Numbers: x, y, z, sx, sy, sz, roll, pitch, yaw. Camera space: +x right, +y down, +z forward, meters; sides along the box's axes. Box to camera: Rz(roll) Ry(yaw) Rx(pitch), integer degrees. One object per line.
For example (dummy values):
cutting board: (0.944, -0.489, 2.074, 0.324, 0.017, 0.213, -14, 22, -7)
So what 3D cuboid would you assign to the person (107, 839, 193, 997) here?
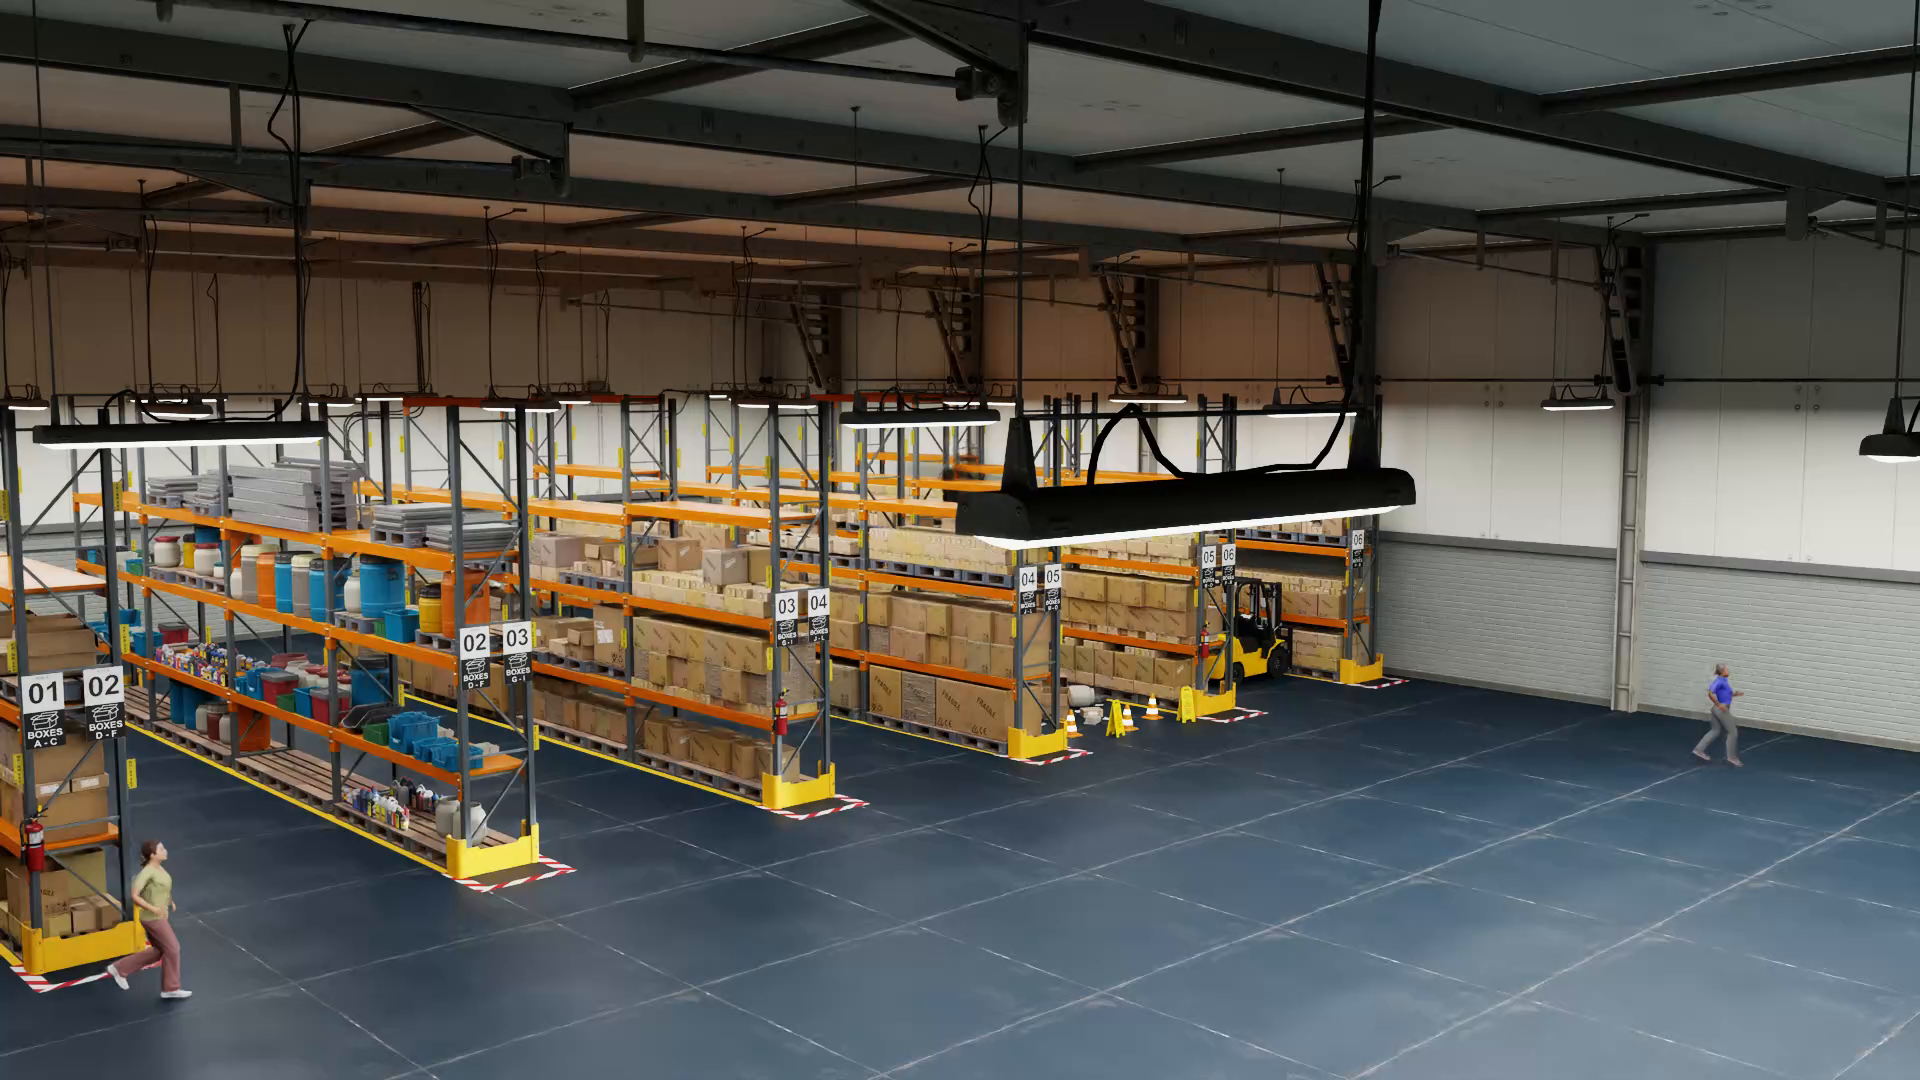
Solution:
person: (-8.324, 3.892, 17.052, 0.800, 1.648, 0.612, -1, 6, -14)

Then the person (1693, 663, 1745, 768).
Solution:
person: (12.469, 2.862, 27.268, 0.781, 1.700, 0.567, 1, 6, 14)

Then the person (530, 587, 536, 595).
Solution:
person: (-10.537, 1.533, 40.833, 0.821, 1.701, 0.793, -2, 6, -18)

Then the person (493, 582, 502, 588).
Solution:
person: (-10.751, 1.790, 38.379, 0.742, 1.674, 0.597, -1, 6, -11)
